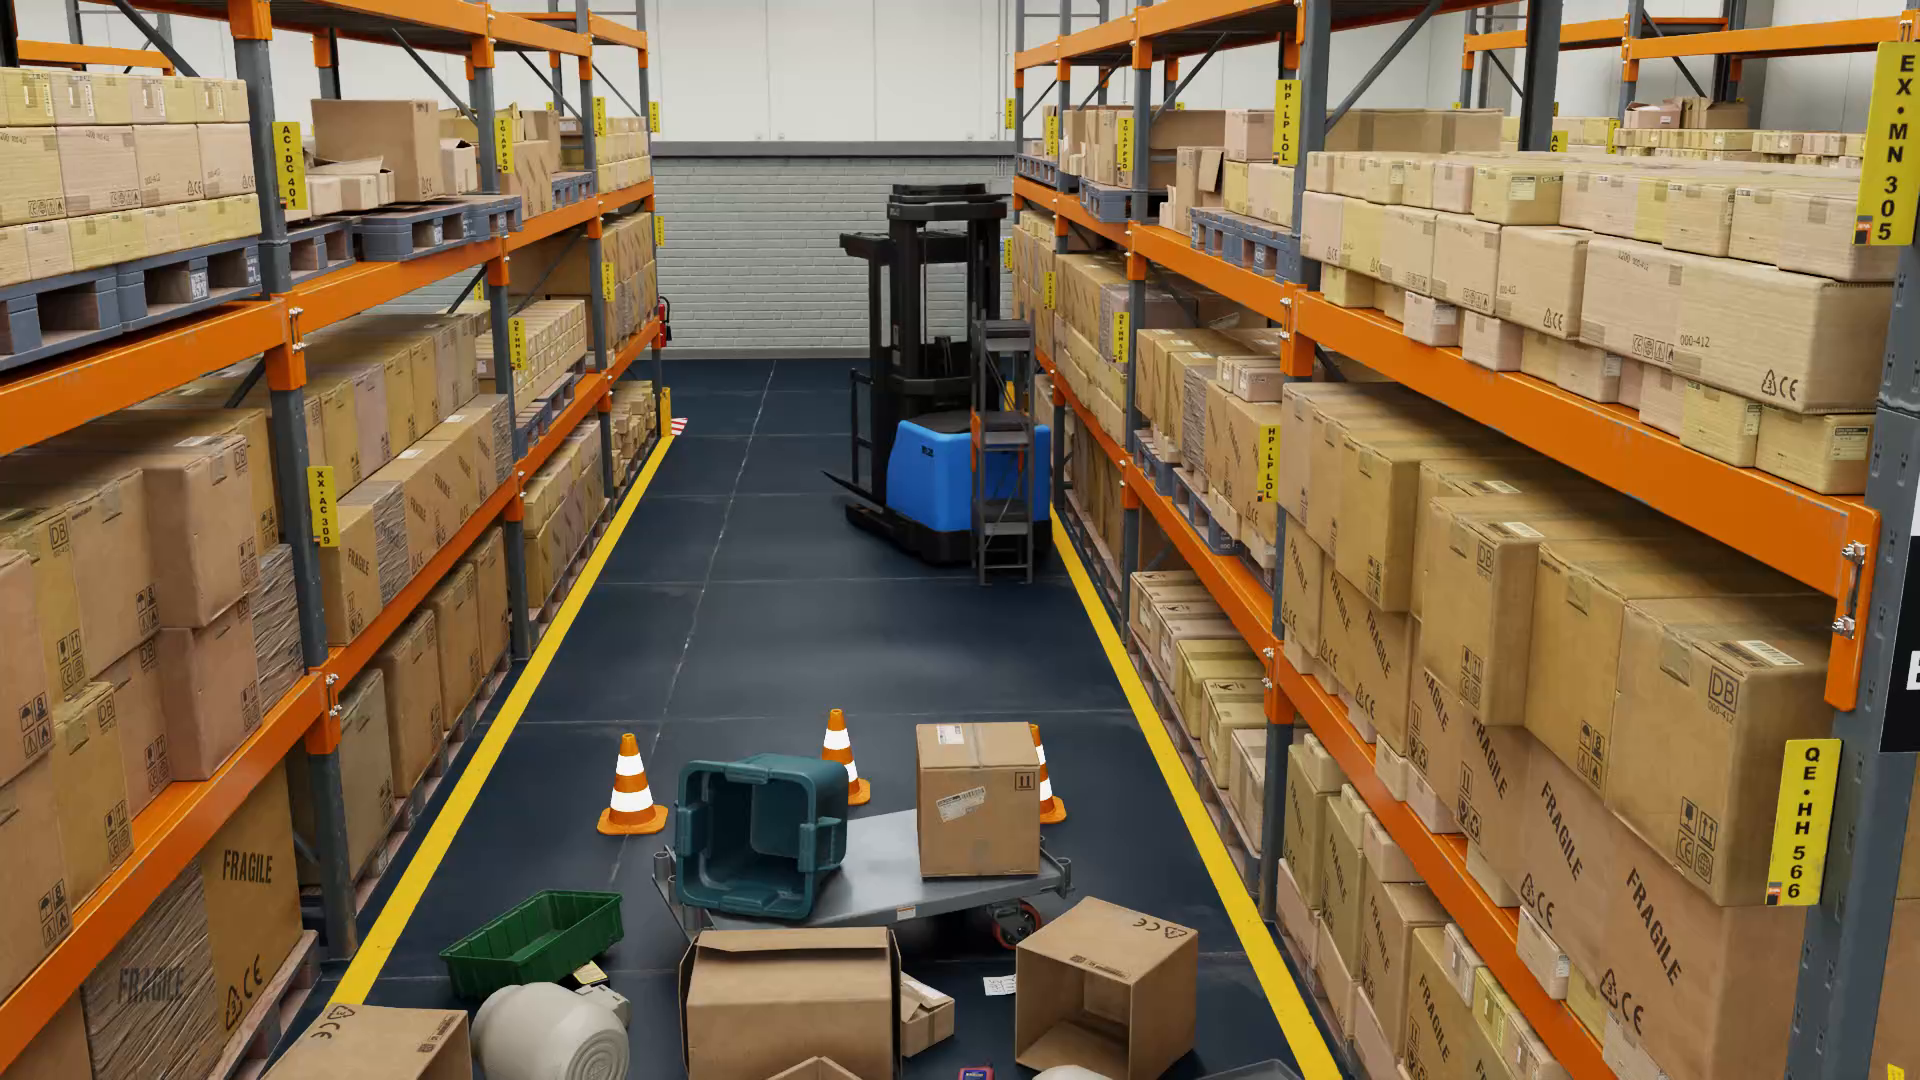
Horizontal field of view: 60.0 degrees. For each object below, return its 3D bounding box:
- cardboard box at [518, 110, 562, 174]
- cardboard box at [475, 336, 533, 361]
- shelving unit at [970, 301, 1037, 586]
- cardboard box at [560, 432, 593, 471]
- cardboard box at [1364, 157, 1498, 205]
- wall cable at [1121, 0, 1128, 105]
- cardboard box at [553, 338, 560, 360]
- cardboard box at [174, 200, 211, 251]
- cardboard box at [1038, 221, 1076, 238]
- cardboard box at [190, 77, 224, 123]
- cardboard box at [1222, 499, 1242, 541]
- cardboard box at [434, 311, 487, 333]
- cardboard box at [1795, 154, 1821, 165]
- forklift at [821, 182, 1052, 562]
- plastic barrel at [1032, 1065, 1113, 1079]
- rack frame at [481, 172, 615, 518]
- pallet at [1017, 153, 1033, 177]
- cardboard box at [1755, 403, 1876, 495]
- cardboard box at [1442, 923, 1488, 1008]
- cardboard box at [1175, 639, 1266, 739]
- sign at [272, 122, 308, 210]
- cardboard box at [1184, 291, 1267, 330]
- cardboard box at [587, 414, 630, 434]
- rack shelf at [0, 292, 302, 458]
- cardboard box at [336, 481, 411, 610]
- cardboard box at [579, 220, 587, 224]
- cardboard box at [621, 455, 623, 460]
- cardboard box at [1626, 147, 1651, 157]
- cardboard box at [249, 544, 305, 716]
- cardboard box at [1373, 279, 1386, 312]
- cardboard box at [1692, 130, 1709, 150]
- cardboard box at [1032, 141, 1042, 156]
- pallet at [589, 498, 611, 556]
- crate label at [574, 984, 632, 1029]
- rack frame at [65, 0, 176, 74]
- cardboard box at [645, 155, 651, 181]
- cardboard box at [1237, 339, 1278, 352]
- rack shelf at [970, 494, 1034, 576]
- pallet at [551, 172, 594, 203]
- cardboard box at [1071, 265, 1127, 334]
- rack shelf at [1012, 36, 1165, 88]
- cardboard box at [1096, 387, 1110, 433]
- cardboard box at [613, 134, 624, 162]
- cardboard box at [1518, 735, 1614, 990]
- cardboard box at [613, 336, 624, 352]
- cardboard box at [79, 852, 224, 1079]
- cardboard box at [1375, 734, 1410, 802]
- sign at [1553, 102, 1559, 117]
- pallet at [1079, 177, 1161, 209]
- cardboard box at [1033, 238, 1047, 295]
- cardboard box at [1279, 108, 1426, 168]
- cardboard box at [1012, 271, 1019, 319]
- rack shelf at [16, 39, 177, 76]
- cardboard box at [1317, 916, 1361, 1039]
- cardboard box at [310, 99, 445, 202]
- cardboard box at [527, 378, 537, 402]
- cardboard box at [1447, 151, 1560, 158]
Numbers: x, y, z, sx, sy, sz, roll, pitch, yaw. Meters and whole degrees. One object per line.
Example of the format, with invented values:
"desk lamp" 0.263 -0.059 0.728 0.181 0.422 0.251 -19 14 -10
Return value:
"cardboard box" -3.670 -3.263 13.627 0.700 0.500 0.500 -1 14 -3
"cardboard box" -3.217 -1.342 11.688 0.380 0.149 0.250 -1 15 -6
"shelving unit" 0.322 -0.737 12.675 0.431 2.100 0.503 -2 15 -7
"cardboard box" -3.267 -0.701 13.402 0.500 0.250 0.500 0 14 -1
"cardboard box" 1.582 -1.205 5.573 0.380 0.149 0.250 -1 14 -4
"wall cable" 1.220 -7.078 23.476 2.355 3.000 0.029 -1 14 -3
"cardboard box" -3.277 -1.457 12.734 0.380 0.149 0.250 -1 14 -3
"cardboard box" -2.713 -1.035 5.472 0.380 0.149 0.250 -1 14 -3
"cardboard box" 0.967 -3.055 16.370 0.380 0.149 0.250 -1 14 -3
"cardboard box" -2.732 -1.485 5.620 0.380 0.149 0.250 -1 14 -4
"cardboard box" 1.488 -0.102 8.063 0.380 0.149 0.250 -1 14 -4
"cardboard box" -3.969 -1.724 13.176 0.380 0.149 0.250 -1 14 -4
"cardboard box" 6.243 -2.688 11.936 0.380 0.149 0.250 -1 14 -3
"forklift" -0.352 -1.566 14.232 1.130 2.935 3.031 -7 16 -25
"plastic barrel" 0.455 1.985 5.461 0.512 0.421 0.421 10 18 35
"rack frame" -3.584 -1.655 14.438 1.000 3.000 0.127 -1 14 -3
"pallet" 1.159 -3.977 17.620 1.003 0.211 1.213 -1 14 -3
"cardboard box" 1.792 -0.187 3.220 0.380 0.149 0.250 -1 14 -3
"cardboard box" 1.667 1.265 4.957 0.380 0.149 0.250 0 14 -1
"cardboard box" 1.718 0.820 9.249 0.950 0.372 0.625 0 14 -2
"sign" -2.534 -1.416 6.292 0.100 0.325 0.005 -1 14 -3
"cardboard box" 1.812 -1.421 11.321 0.500 0.500 0.500 -1 14 -5
"cardboard box" -3.394 -1.115 16.026 0.380 0.149 0.250 -1 14 -2
"rack shelf" -2.964 -0.272 4.488 1.077 0.370 4.000 -1 14 -3
"cardboard box" -2.884 0.026 7.706 0.500 0.500 0.500 -1 14 -3
"cardboard box" -4.021 -2.956 16.689 0.500 0.500 0.500 -1 14 -5
"cardboard box" -3.370 -0.700 15.607 0.380 0.149 0.250 -1 14 -4
"cardboard box" 5.907 -3.271 14.162 0.380 0.149 0.250 -1 14 -3
"cardboard box" -3.054 0.354 6.331 0.875 0.550 0.550 -1 14 -3
"cardboard box" 1.706 -0.891 5.952 0.380 0.149 0.250 -1 14 -3
"cardboard box" 6.033 -3.160 13.134 0.380 0.149 0.250 -1 14 -3
"cardboard box" 0.940 -4.060 17.227 0.380 0.149 0.250 0 14 -1
"pallet" -3.534 -0.111 14.033 1.003 0.211 1.213 -1 14 -3
"crate label" -1.448 1.863 6.512 0.298 0.136 0.250 -13 20 -42
"rack frame" -8.788 -5.504 17.357 1.000 3.000 0.127 -1 14 -3
"cardboard box" -3.540 -3.921 17.526 0.500 0.250 0.500 -1 14 -5
"cardboard box" 1.947 -0.920 9.943 0.500 0.500 0.500 -1 14 -4
"rack shelf" 0.321 -0.045 12.852 0.431 0.518 0.480 -2 15 -7
"pallet" -3.652 -2.861 13.485 1.213 0.211 1.003 -1 14 -3
"cardboard box" 1.178 -1.924 13.278 0.500 0.500 0.500 -1 14 -5
"rack shelf" 1.226 -4.617 16.158 1.077 0.370 4.000 -1 14 -3
"cardboard box" 1.260 -0.938 11.951 0.500 0.250 0.500 -1 14 -2
"cardboard box" -3.418 -3.650 15.470 0.500 0.250 0.500 -1 14 -2
"cardboard box" 1.759 0.780 4.177 0.500 0.500 0.500 -1 14 -3
"cardboard box" -3.395 -1.869 15.774 0.380 0.149 0.250 -1 14 -2
"cardboard box" -3.060 1.542 5.435 0.875 0.875 0.875 -1 14 -3
"cardboard box" 1.615 0.756 5.571 0.380 0.149 0.250 -1 14 -3
"sign" 6.612 -4.714 18.531 0.100 0.325 0.005 -1 14 -3
"pallet" 1.433 -2.560 12.316 1.003 0.211 1.213 0 14 -1
"cardboard box" 0.981 -2.655 16.118 0.500 0.500 0.500 -1 14 -3
"cardboard box" 1.683 -1.735 7.183 0.500 0.250 0.500 -1 14 -2
"cardboard box" 0.846 -2.676 18.206 0.500 0.500 0.500 -1 14 -4
"rack shelf" -8.665 -4.464 15.564 1.077 0.370 4.000 -1 14 -3
"cardboard box" 1.657 1.645 6.289 0.500 0.250 0.500 0 14 0
"cardboard box" -2.949 -1.985 8.458 0.500 0.500 0.500 -1 14 -3
"cardboard box" -3.214 -1.057 11.776 0.380 0.149 0.250 0 14 -1
"cardboard box" 2.083 -1.409 6.365 0.380 0.149 0.250 -1 14 -2
